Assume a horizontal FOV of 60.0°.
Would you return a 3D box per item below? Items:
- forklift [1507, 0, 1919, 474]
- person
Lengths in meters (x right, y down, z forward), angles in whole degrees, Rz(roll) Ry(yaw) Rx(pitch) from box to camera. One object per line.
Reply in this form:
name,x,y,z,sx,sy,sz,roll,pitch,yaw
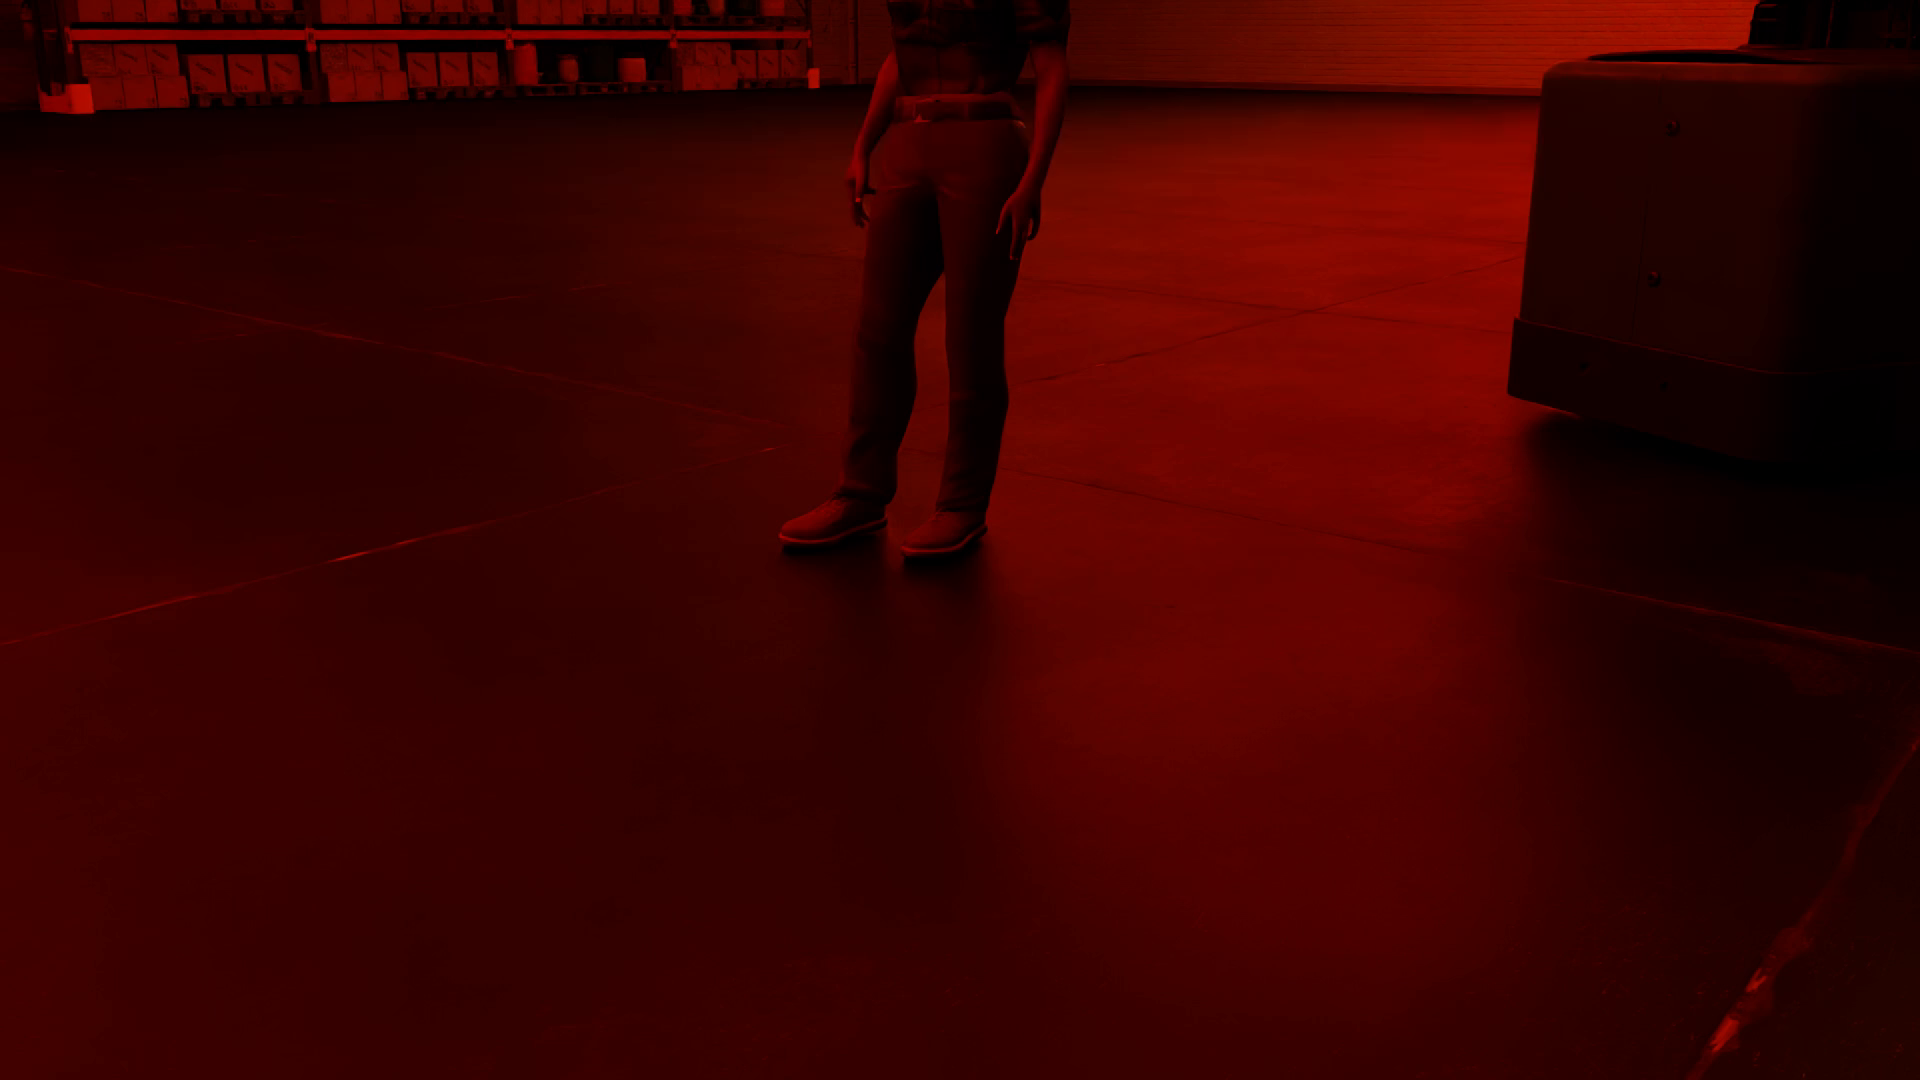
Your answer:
forklift,3.272,-1.843,4.966,3.031,2.935,1.130,-7,18,-23
person,-0.071,-0.782,3.647,0.570,1.654,0.504,13,21,37
